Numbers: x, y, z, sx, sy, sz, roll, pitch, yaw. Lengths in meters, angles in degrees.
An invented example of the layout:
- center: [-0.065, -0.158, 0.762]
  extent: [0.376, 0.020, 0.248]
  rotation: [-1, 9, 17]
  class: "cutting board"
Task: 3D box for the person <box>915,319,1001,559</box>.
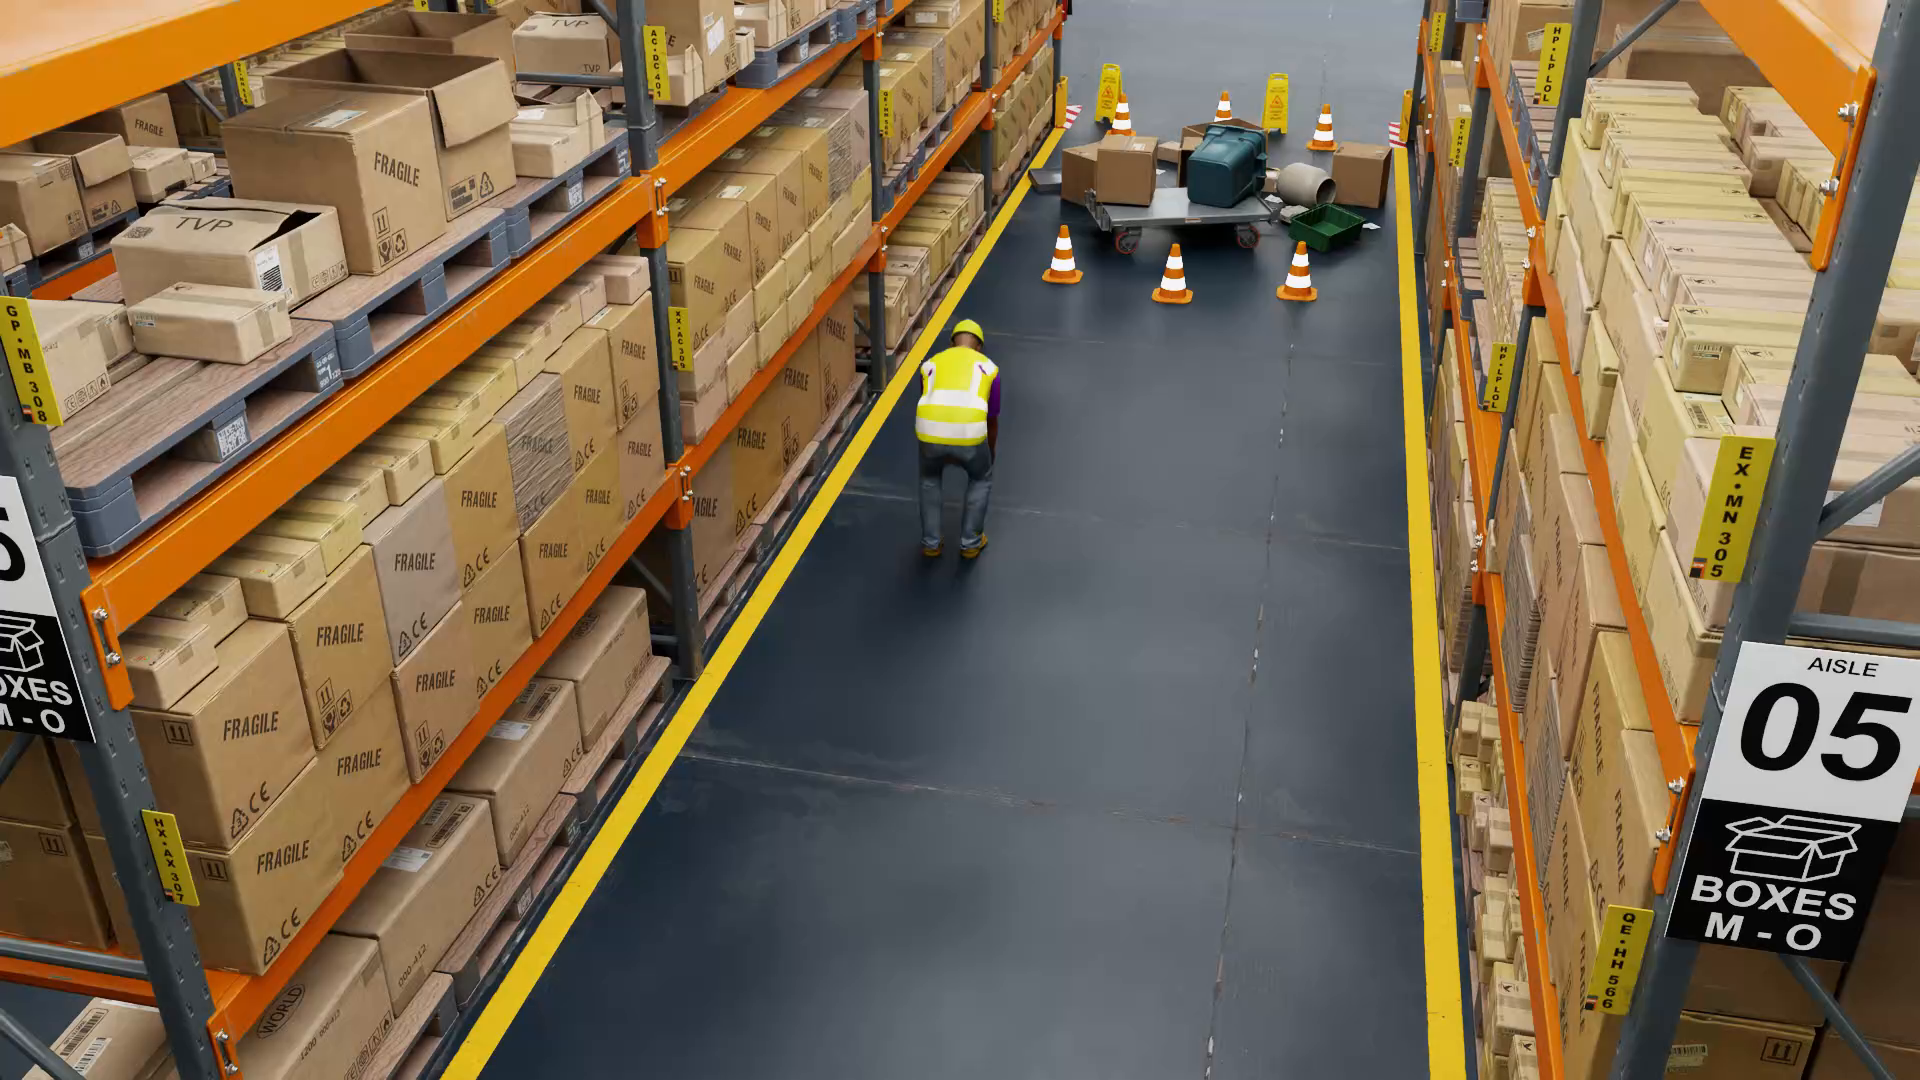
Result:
- center: [-0.014, -0.607, 10.181]
  extent: [0.493, 1.309, 0.924]
  rotation: [5, 29, 9]
  class: "person"
